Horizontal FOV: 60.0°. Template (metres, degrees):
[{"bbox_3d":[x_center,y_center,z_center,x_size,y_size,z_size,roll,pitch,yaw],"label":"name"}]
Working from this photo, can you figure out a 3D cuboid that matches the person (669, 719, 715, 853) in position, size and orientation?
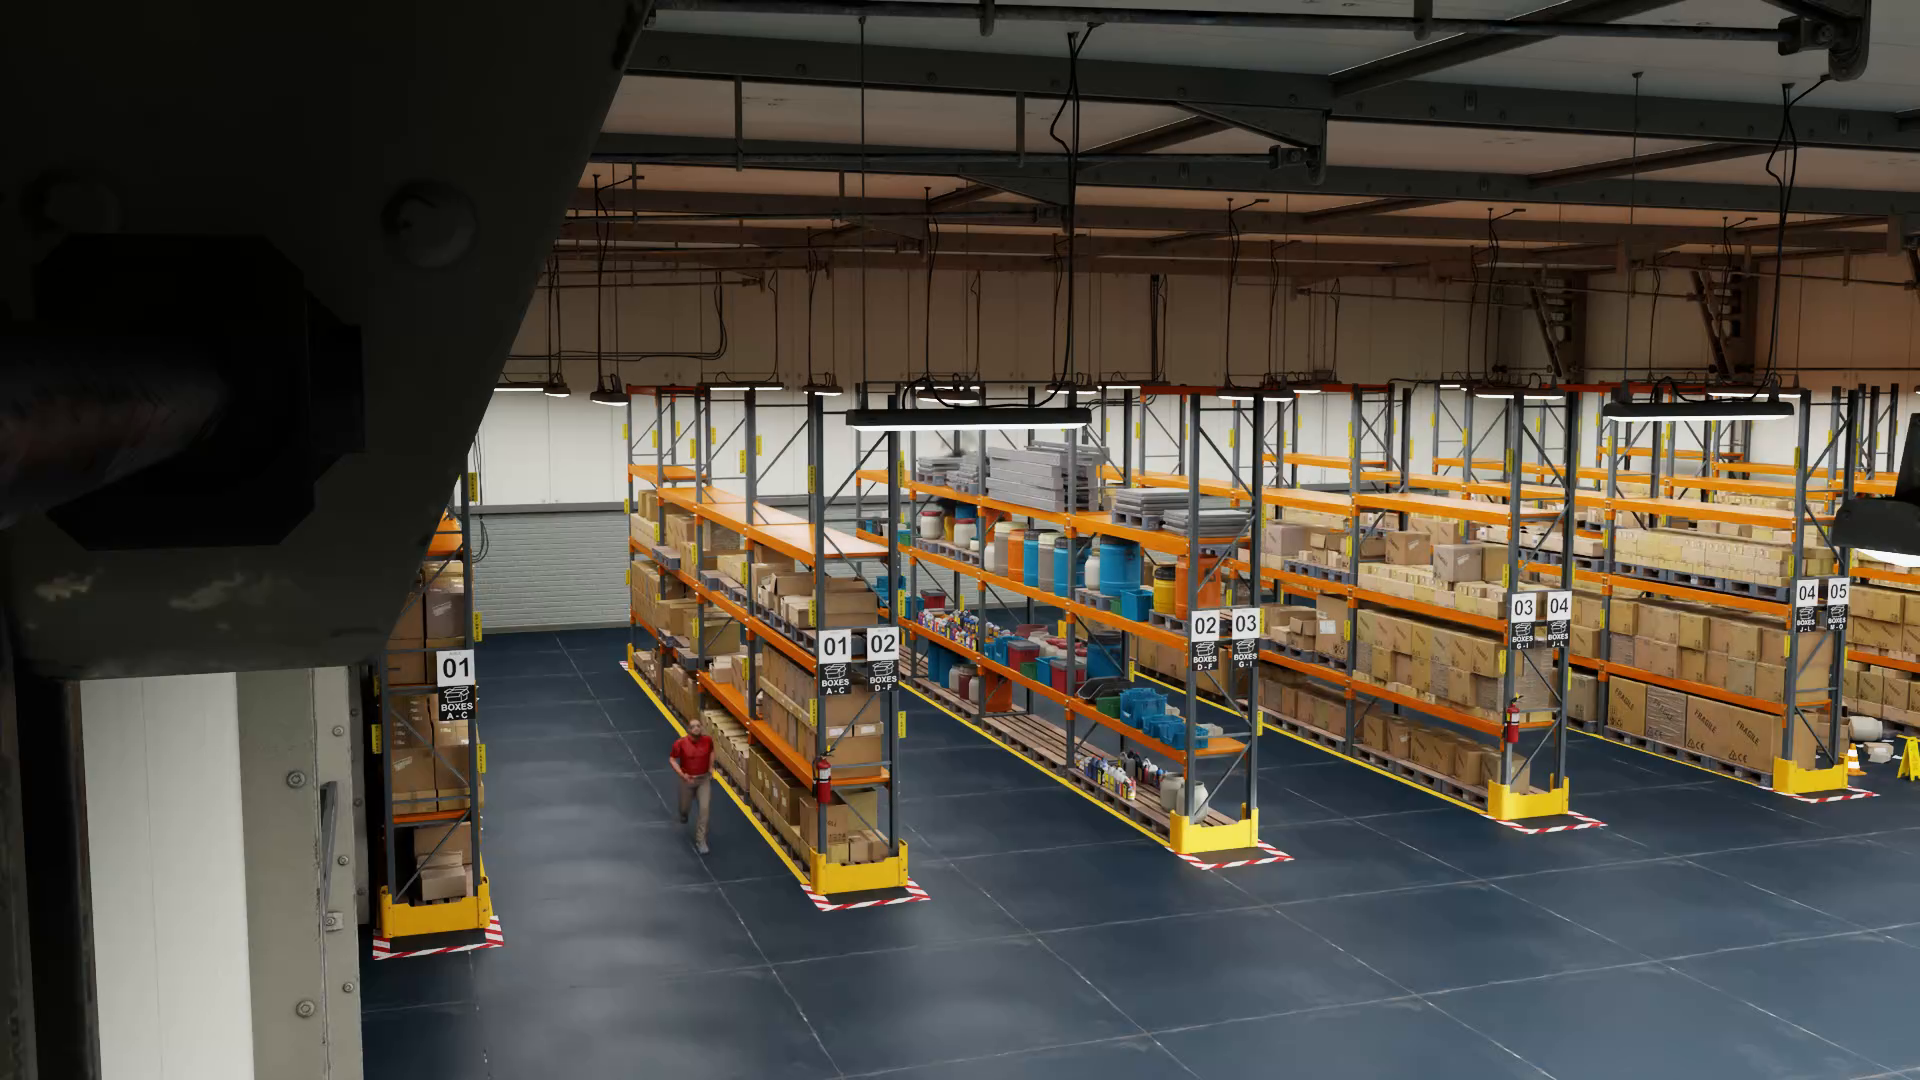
[{"bbox_3d":[-3.551,3.228,22.166,0.641,1.725,1.039,-2,6,-17],"label":"person"}]
